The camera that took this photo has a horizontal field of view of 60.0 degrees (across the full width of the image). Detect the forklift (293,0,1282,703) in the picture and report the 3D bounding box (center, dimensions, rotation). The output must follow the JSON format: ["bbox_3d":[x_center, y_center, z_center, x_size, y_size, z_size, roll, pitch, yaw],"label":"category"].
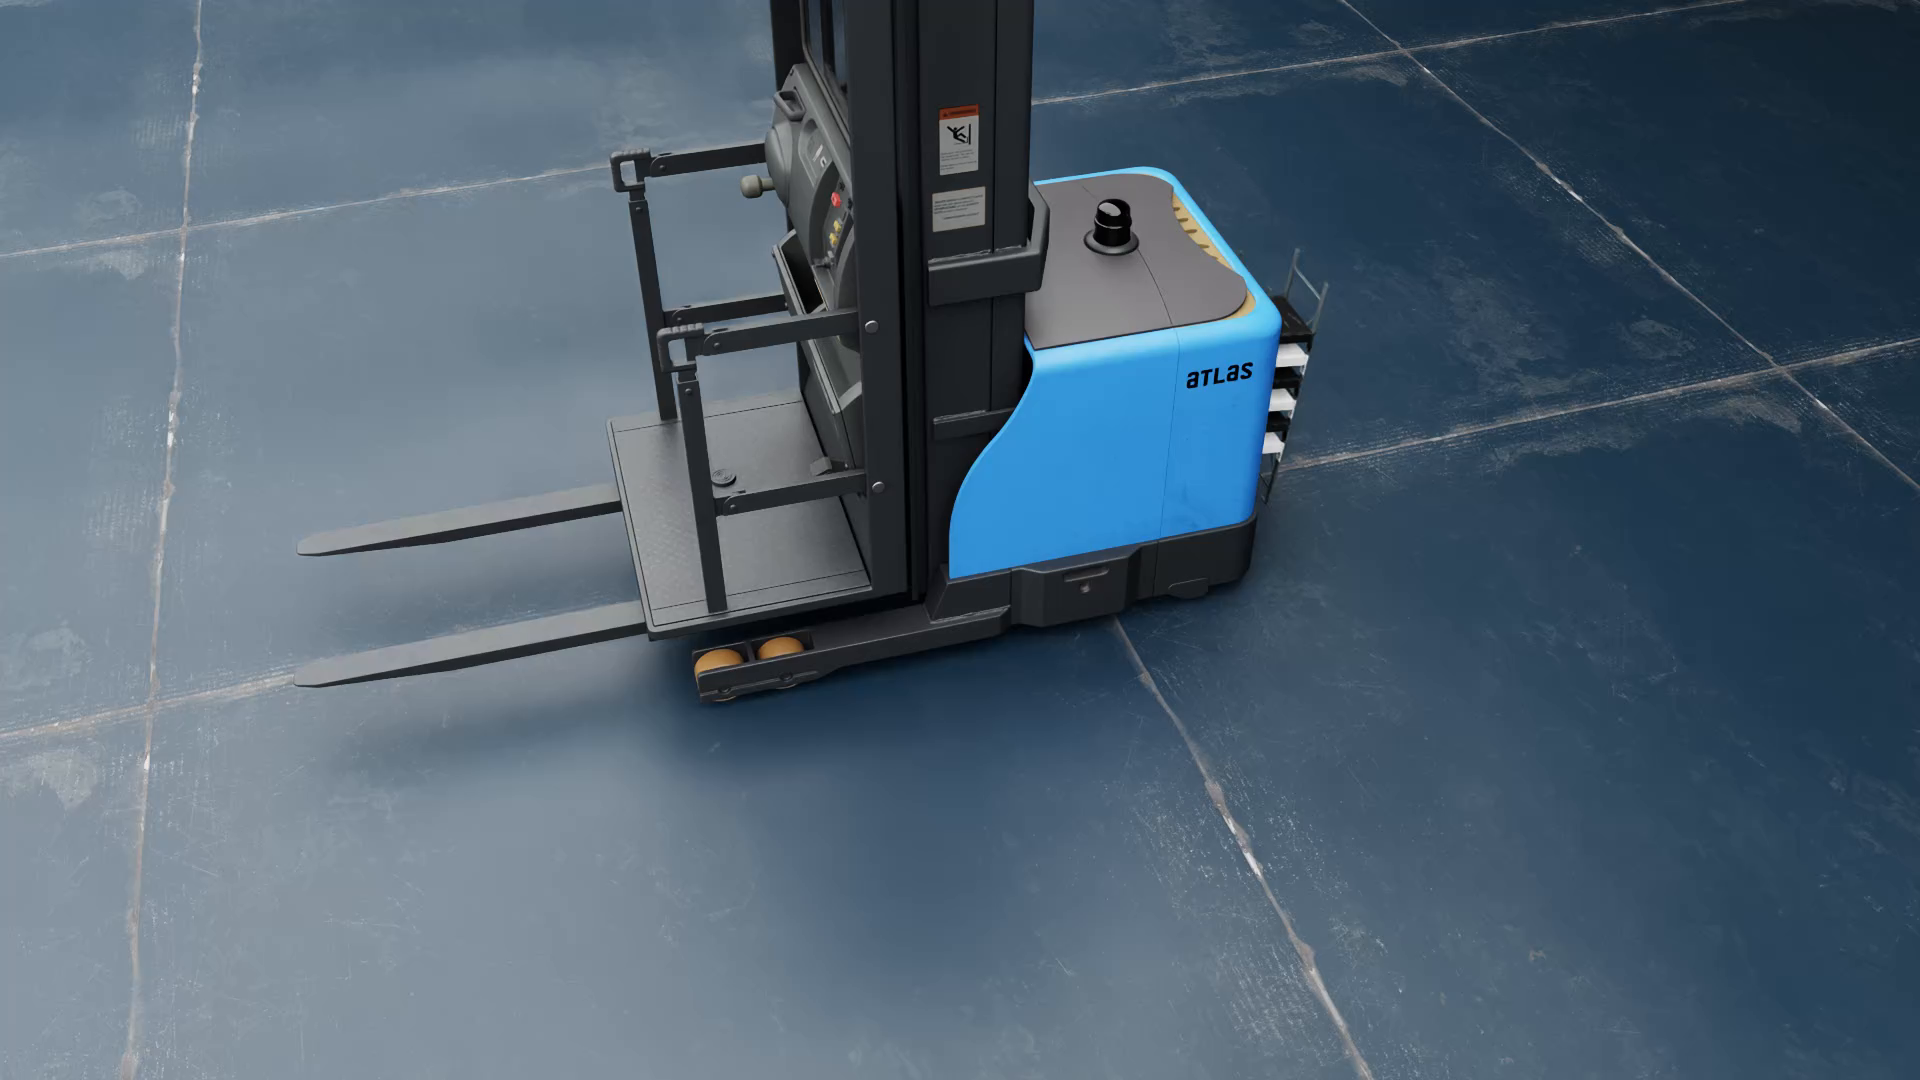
[{"bbox_3d":[-0.606,-0.990,4.656,3.031,2.935,1.130,-11,42,-12],"label":"forklift"}]

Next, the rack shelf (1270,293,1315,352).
[{"bbox_3d":[1.027,-0.715,5.513,0.200,0.077,0.258,-6,41,-16],"label":"rack shelf"}]

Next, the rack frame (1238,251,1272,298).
[{"bbox_3d":[0.906,-0.523,5.635,0.006,0.900,0.240,-6,41,-16],"label":"rack frame"}]

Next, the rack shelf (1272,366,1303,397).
[{"bbox_3d":[1.009,-0.577,5.627,0.200,0.077,0.258,-6,41,-16],"label":"rack shelf"}]

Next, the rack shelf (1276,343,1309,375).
[{"bbox_3d":[1.018,-0.646,5.570,0.200,0.077,0.258,-6,41,-16],"label":"rack shelf"}]

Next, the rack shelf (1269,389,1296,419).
[{"bbox_3d":[1.000,-0.508,5.684,0.200,0.077,0.258,-6,41,-16],"label":"rack shelf"}]

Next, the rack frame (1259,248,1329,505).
[{"bbox_3d":[1.100,-0.544,5.691,0.006,0.900,0.240,-6,41,-16],"label":"rack frame"}]

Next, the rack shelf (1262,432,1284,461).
[{"bbox_3d":[0.982,-0.369,5.798,0.200,0.077,0.258,-6,41,-16],"label":"rack shelf"}]

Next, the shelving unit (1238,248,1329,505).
[{"bbox_3d":[1.003,-0.533,5.663,0.210,0.900,0.258,-6,41,-16],"label":"shelving unit"}]

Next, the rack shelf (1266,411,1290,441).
[{"bbox_3d":[0.991,-0.438,5.741,0.200,0.077,0.258,-6,41,-16],"label":"rack shelf"}]
